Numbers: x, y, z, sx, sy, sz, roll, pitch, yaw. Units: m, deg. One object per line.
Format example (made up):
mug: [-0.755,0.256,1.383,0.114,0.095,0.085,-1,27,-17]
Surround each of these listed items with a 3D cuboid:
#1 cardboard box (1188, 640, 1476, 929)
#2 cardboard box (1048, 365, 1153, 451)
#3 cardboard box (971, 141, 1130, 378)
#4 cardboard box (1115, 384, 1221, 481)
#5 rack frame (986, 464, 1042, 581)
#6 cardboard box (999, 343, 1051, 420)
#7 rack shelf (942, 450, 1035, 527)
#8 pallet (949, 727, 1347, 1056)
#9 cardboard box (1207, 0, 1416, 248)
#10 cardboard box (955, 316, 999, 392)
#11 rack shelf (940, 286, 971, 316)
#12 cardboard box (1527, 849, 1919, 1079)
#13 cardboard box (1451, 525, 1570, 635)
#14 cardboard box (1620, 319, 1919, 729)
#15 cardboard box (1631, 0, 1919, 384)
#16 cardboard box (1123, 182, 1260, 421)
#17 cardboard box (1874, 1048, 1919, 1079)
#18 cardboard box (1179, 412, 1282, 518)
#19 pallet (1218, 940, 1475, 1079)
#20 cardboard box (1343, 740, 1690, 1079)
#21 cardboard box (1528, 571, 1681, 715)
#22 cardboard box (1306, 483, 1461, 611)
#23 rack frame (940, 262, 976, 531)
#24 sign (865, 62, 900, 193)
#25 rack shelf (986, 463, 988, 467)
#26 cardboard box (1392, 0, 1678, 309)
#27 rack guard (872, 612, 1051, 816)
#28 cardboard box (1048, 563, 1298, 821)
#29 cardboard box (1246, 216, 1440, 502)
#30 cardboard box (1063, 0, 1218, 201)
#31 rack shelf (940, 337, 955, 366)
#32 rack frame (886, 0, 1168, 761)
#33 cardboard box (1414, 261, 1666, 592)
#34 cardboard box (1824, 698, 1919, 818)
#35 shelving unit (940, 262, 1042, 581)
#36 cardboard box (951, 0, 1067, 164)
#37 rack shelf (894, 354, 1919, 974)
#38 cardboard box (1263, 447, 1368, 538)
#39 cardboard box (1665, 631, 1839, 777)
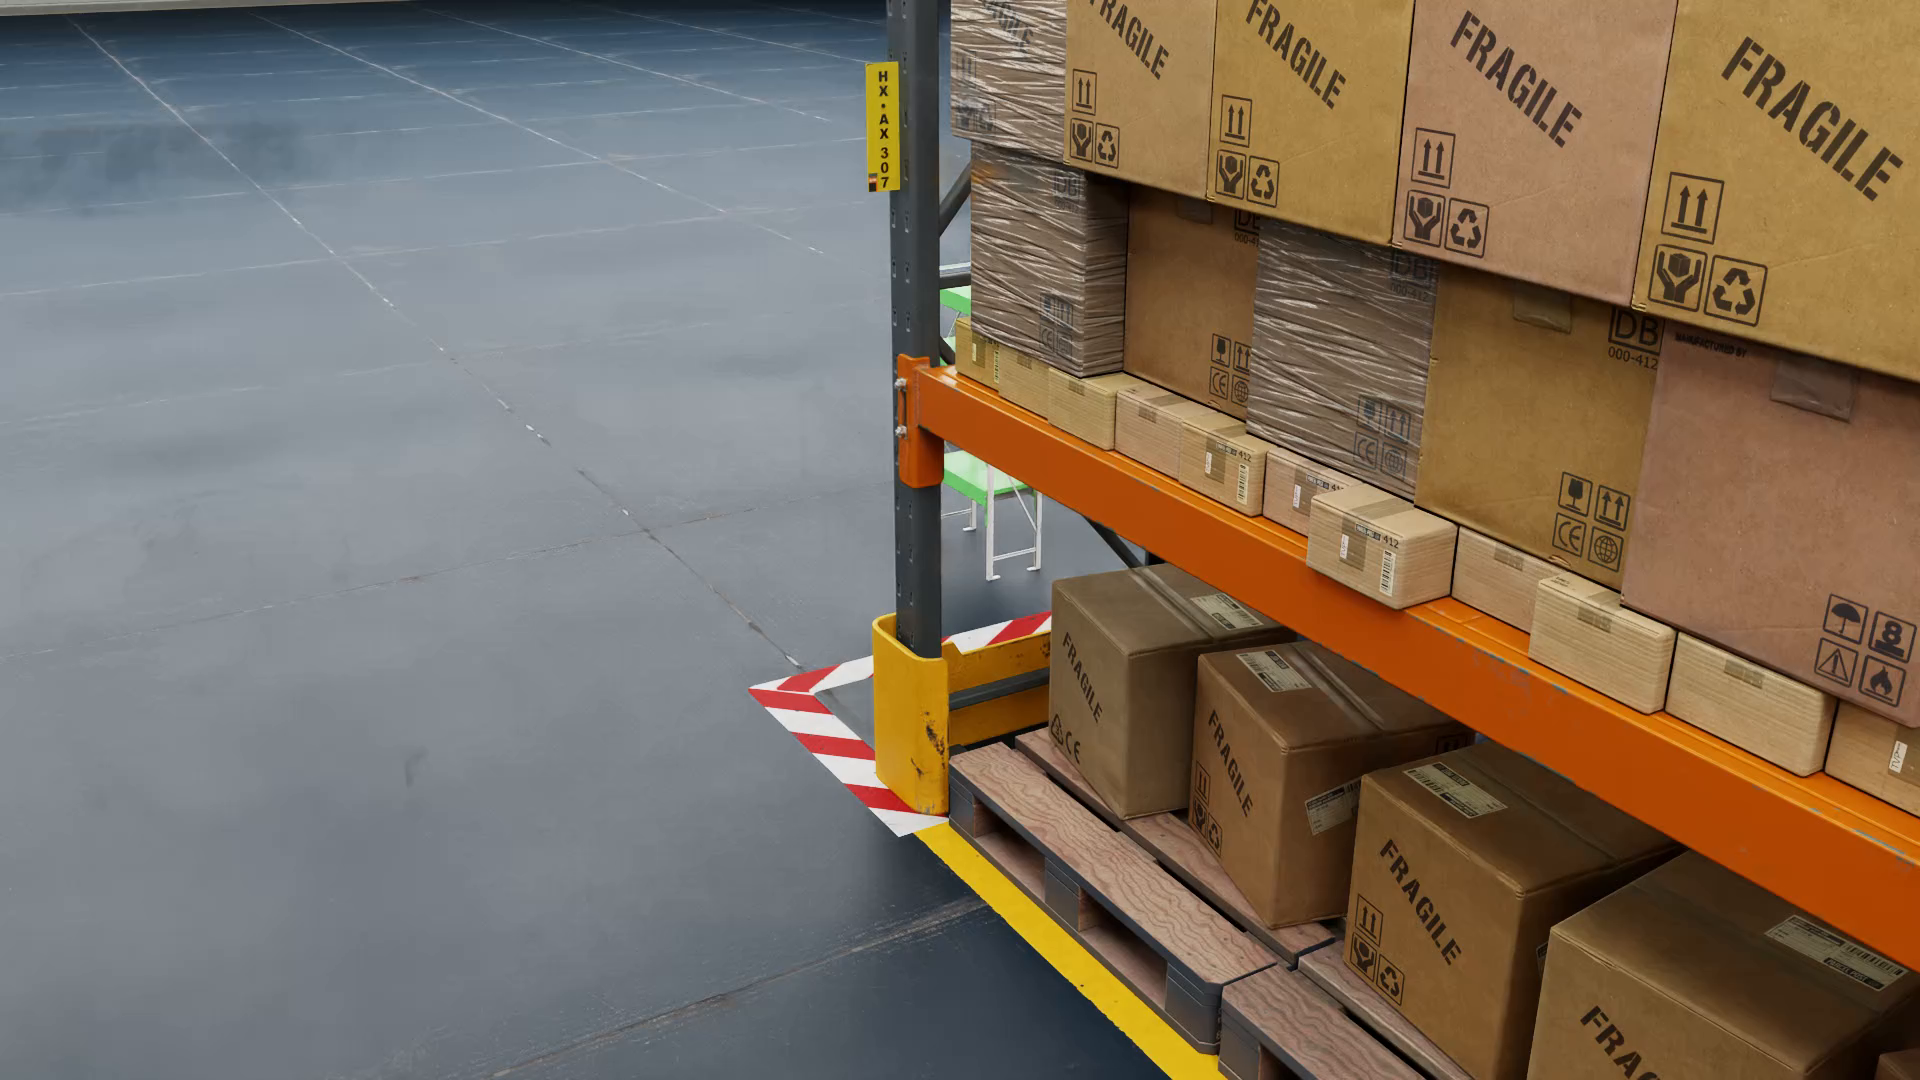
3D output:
cardboard box: [0.910,0.585,4.152,0.500,0.500,0.500,-6,23,-14]
cardboard box: [0.437,-0.348,4.018,0.380,0.149,0.250,-13,25,-28]
cardboard box: [0.528,-0.772,4.199,0.875,0.500,0.500,-13,25,-28]
cardboard box: [0.583,-0.271,3.829,0.380,0.149,0.250,-13,25,-28]
rack frame: [0.209,-0.423,6.259,0.240,1.200,0.015,-13,25,-28]
cardboard box: [0.322,-0.432,4.224,0.380,0.149,0.250,-13,25,-28]
rack shelf: [0.085,-0.221,6.568,0.258,0.148,0.480,-13,25,-28]
pallet: [0.694,0.815,4.526,1.003,0.211,1.213,-13,25,-28]
cardboard box: [0.823,-0.863,3.096,0.500,0.500,0.500,-13,25,-28]
cardboard box: [0.211,-0.517,4.433,0.380,0.149,0.250,-13,25,-28]
rack shelf: [0.085,-0.888,6.297,0.258,0.148,0.480,-13,25,-28]
cardboard box: [1.460,0.980,3.178,0.500,0.500,0.500,-15,27,-33]
cardboard box: [1.136,0.043,3.056,0.380,0.149,0.250,-13,25,-28]
cardboard box: [1.570,-0.129,2.618,0.875,0.500,0.500,-13,25,-28]
cardboard box: [1.336,-0.540,2.301,0.500,0.500,0.500,-13,25,-28]
cardboard box: [0.886,-0.633,3.858,0.875,0.500,0.500,-13,25,-28]
cardboard box: [1.845,1.166,2.721,0.500,0.500,0.500,-5,23,-11]
cardboard box: [0.704,-0.189,3.627,0.380,0.149,0.250,-13,25,-28]
pallet: [1.313,1.209,3.555,1.003,0.211,1.213,-13,25,-28]
cardboard box: [1.213,0.791,3.644,0.500,0.500,0.500,-10,24,-23]
cardboard box: [1.198,0.139,2.820,0.380,0.149,0.250,-13,25,-28]
cardboard box: [0.894,-0.012,3.192,0.380,0.149,0.250,-13,25,-28]
rack frame: [-0.040,-0.581,6.648,0.240,1.200,0.015,-13,25,-28]
sign: [-0.196,-1.068,4.305,0.100,0.325,0.005,-13,25,-28]
rack shelf: [0.085,-0.443,6.478,0.258,0.148,0.480,-13,25,-28]
cardboard box: [1.084,-0.703,2.701,0.500,0.500,0.500,-13,25,-28]
rack guard: [0.309,0.411,5.135,1.175,0.500,0.348,-13,25,-28]
cardboard box: [0.575,0.398,4.612,0.500,0.500,0.500,-8,23,-18]
cardboard box: [1.105,-0.463,3.439,0.875,0.500,0.500,-13,25,-28]
cardboard box: [0.566,-1.025,3.494,0.500,0.500,0.500,-13,25,-28]
rack shelf: [0.085,-0.665,6.387,0.258,0.148,0.480,-13,25,-28]
rack frame: [0.270,-0.771,4.725,1.000,3.000,0.127,-13,25,-28]
cardboard box: [1.350,-0.299,3.035,0.875,0.500,0.500,-13,25,-28]
cardboard box: [1.518,0.286,2.458,0.380,0.149,0.250,-13,25,-28]
shelving unit: [0.085,-0.502,6.454,0.258,1.200,0.503,-13,25,-28]
cardboard box: [0.317,-1.188,3.895,0.500,0.500,0.500,-13,25,-28]
rack shelf: [1.292,0.210,3.268,1.077,0.370,4.000,-13,25,-28]
cardboard box: [0.855,-0.113,3.440,0.380,0.149,0.250,-13,25,-28]
cardboard box: [1.355,0.213,2.638,0.380,0.149,0.250,-13,25,-28]
